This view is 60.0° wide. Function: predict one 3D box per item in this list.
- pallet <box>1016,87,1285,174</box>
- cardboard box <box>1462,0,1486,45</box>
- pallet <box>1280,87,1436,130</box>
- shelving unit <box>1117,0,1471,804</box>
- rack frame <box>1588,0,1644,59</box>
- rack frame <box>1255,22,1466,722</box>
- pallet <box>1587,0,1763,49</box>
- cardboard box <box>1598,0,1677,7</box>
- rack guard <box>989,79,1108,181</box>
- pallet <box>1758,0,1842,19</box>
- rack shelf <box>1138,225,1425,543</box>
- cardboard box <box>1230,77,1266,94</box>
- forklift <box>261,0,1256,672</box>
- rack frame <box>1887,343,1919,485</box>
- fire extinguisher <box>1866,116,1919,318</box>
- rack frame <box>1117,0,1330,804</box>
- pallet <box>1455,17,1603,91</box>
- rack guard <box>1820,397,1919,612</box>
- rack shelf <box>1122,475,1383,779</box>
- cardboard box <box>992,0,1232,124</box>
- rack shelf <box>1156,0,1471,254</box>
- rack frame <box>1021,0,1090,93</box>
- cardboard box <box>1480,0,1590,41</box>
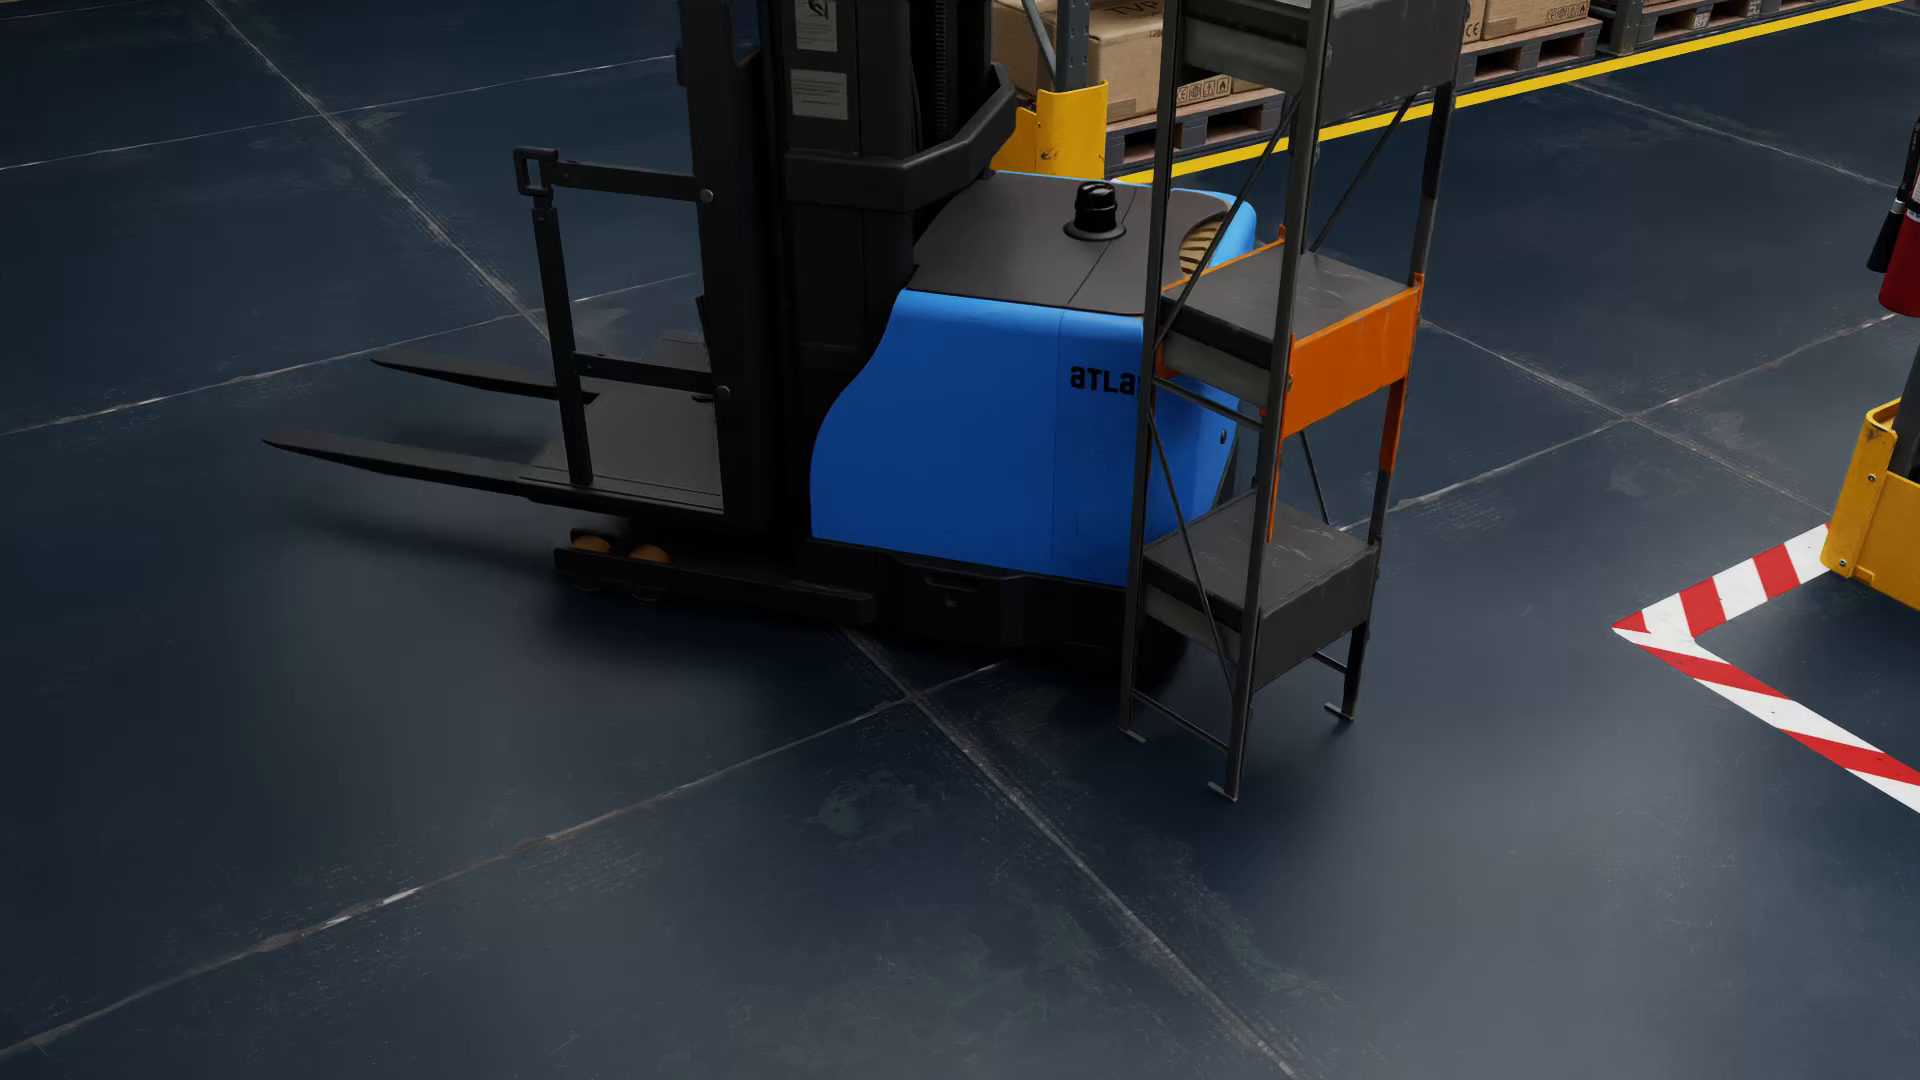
[{"bbox_3d":[0.896,-2.251,8.620,1.213,0.211,1.003,-19,37,-27],"label":"pallet"},{"bbox_3d":[2.291,-3.022,9.236,0.875,0.438,0.875,-20,37,-29],"label":"cardboard box"},{"bbox_3d":[1.921,-2.601,9.176,1.213,0.211,1.003,-19,37,-27],"label":"pallet"},{"bbox_3d":[0.741,-0.391,3.902,0.503,2.100,0.431,-26,40,-35],"label":"shelving unit"},{"bbox_3d":[3.629,-4.320,9.287,0.127,3.000,1.000,-19,37,-27],"label":"rack frame"},{"bbox_3d":[0.922,-0.479,4.041,0.015,2.100,0.400,-26,40,-35],"label":"rack frame"},{"bbox_3d":[4.236,-3.398,10.438,1.213,0.211,1.003,-19,37,-27],"label":"pallet"},{"bbox_3d":[4.106,-3.814,10.083,0.875,0.875,0.875,-18,36,-26],"label":"cardboard box"},{"bbox_3d":[0.246,-2.100,8.110,0.348,0.500,1.175,-19,37,-27],"label":"rack guard"},{"bbox_3d":[5.263,-3.752,11.001,1.213,0.211,1.003,-19,37,-27],"label":"pallet"},{"bbox_3d":[0.741,-0.380,3.909,0.480,0.518,0.431,-26,40,-35],"label":"rack shelf"},{"bbox_3d":[1.532,-2.762,8.824,0.875,0.438,0.875,-18,36,-26],"label":"cardboard box"},{"bbox_3d":[-0.704,-1.315,4.588,3.031,2.935,1.130,9,33,14],"label":"forklift"},{"bbox_3d":[3.034,-0.973,3.981,0.127,3.000,1.000,-19,37,-27],"label":"rack frame"},{"bbox_3d":[2.572,-0.917,4.314,0.183,0.674,0.296,-19,37,-27],"label":"fire extinguisher"},{"bbox_3d":[0.561,-0.303,3.763,0.015,2.100,0.400,-26,40,-35],"label":"rack frame"},{"bbox_3d":[2.947,-2.956,9.738,1.213,0.211,1.003,-19,37,-27],"label":"pallet"},{"bbox_3d":[3.097,0.062,4.683,0.348,0.500,1.175,-19,37,-27],"label":"rack guard"},{"bbox_3d":[0.741,0.213,4.283,0.480,0.518,0.431,-26,40,-35],"label":"rack shelf"},{"bbox_3d":[0.767,-2.493,8.399,0.875,0.438,0.875,-20,38,-29],"label":"cardboard box"},{"bbox_3d":[0.741,-0.972,3.536,0.480,0.518,0.431,-26,40,-35],"label":"rack shelf"},{"bbox_3d":[0.267,-3.164,7.454,0.127,3.000,1.000,-19,37,-27],"label":"rack frame"},{"bbox_3d":[3.043,-3.281,9.647,0.875,0.438,0.875,-20,37,-28],"label":"cardboard box"}]
